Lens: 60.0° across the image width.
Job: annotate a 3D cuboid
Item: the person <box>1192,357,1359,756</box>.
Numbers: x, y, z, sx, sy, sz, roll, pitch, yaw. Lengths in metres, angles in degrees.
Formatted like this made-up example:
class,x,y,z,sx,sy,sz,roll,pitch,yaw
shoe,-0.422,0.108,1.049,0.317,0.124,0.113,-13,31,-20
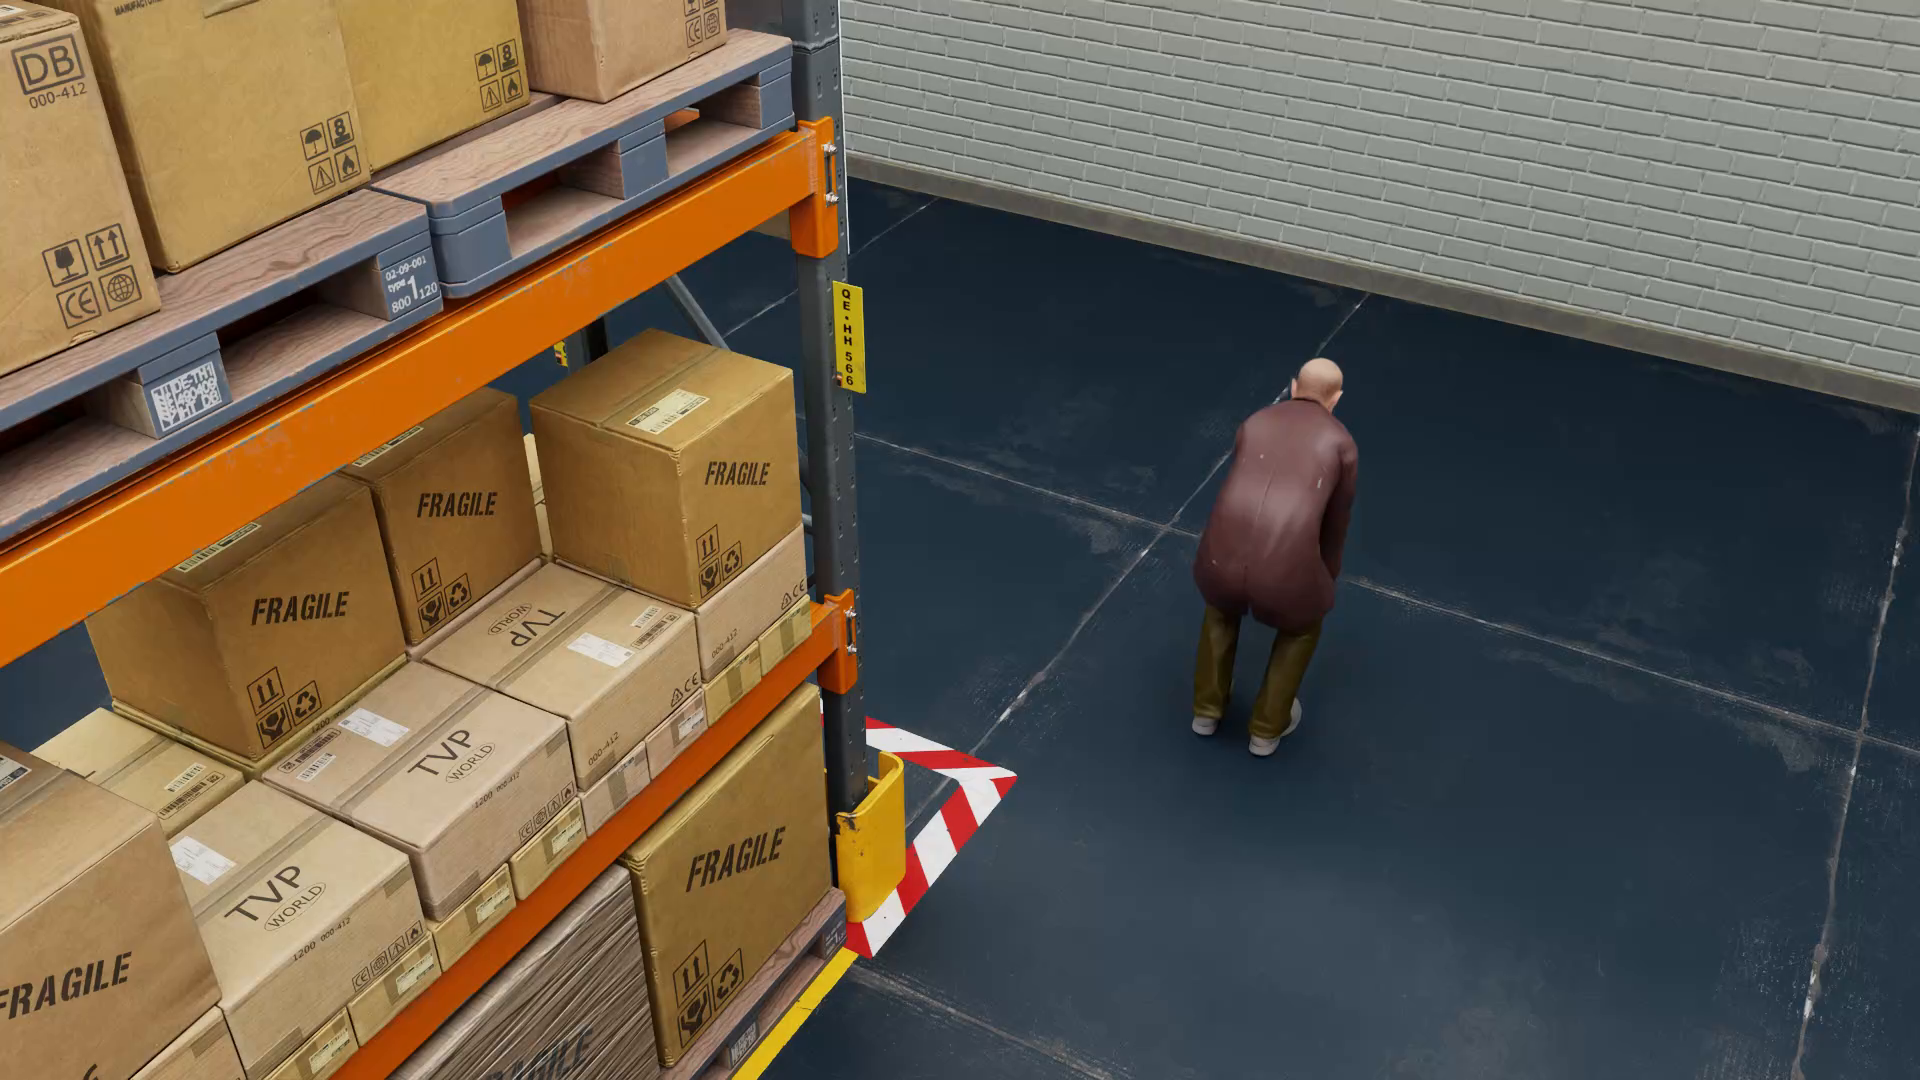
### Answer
class,x,y,z,sx,sy,sz,roll,pitch,yaw
person,1.230,0.064,6.420,0.563,1.381,0.876,16,37,23
